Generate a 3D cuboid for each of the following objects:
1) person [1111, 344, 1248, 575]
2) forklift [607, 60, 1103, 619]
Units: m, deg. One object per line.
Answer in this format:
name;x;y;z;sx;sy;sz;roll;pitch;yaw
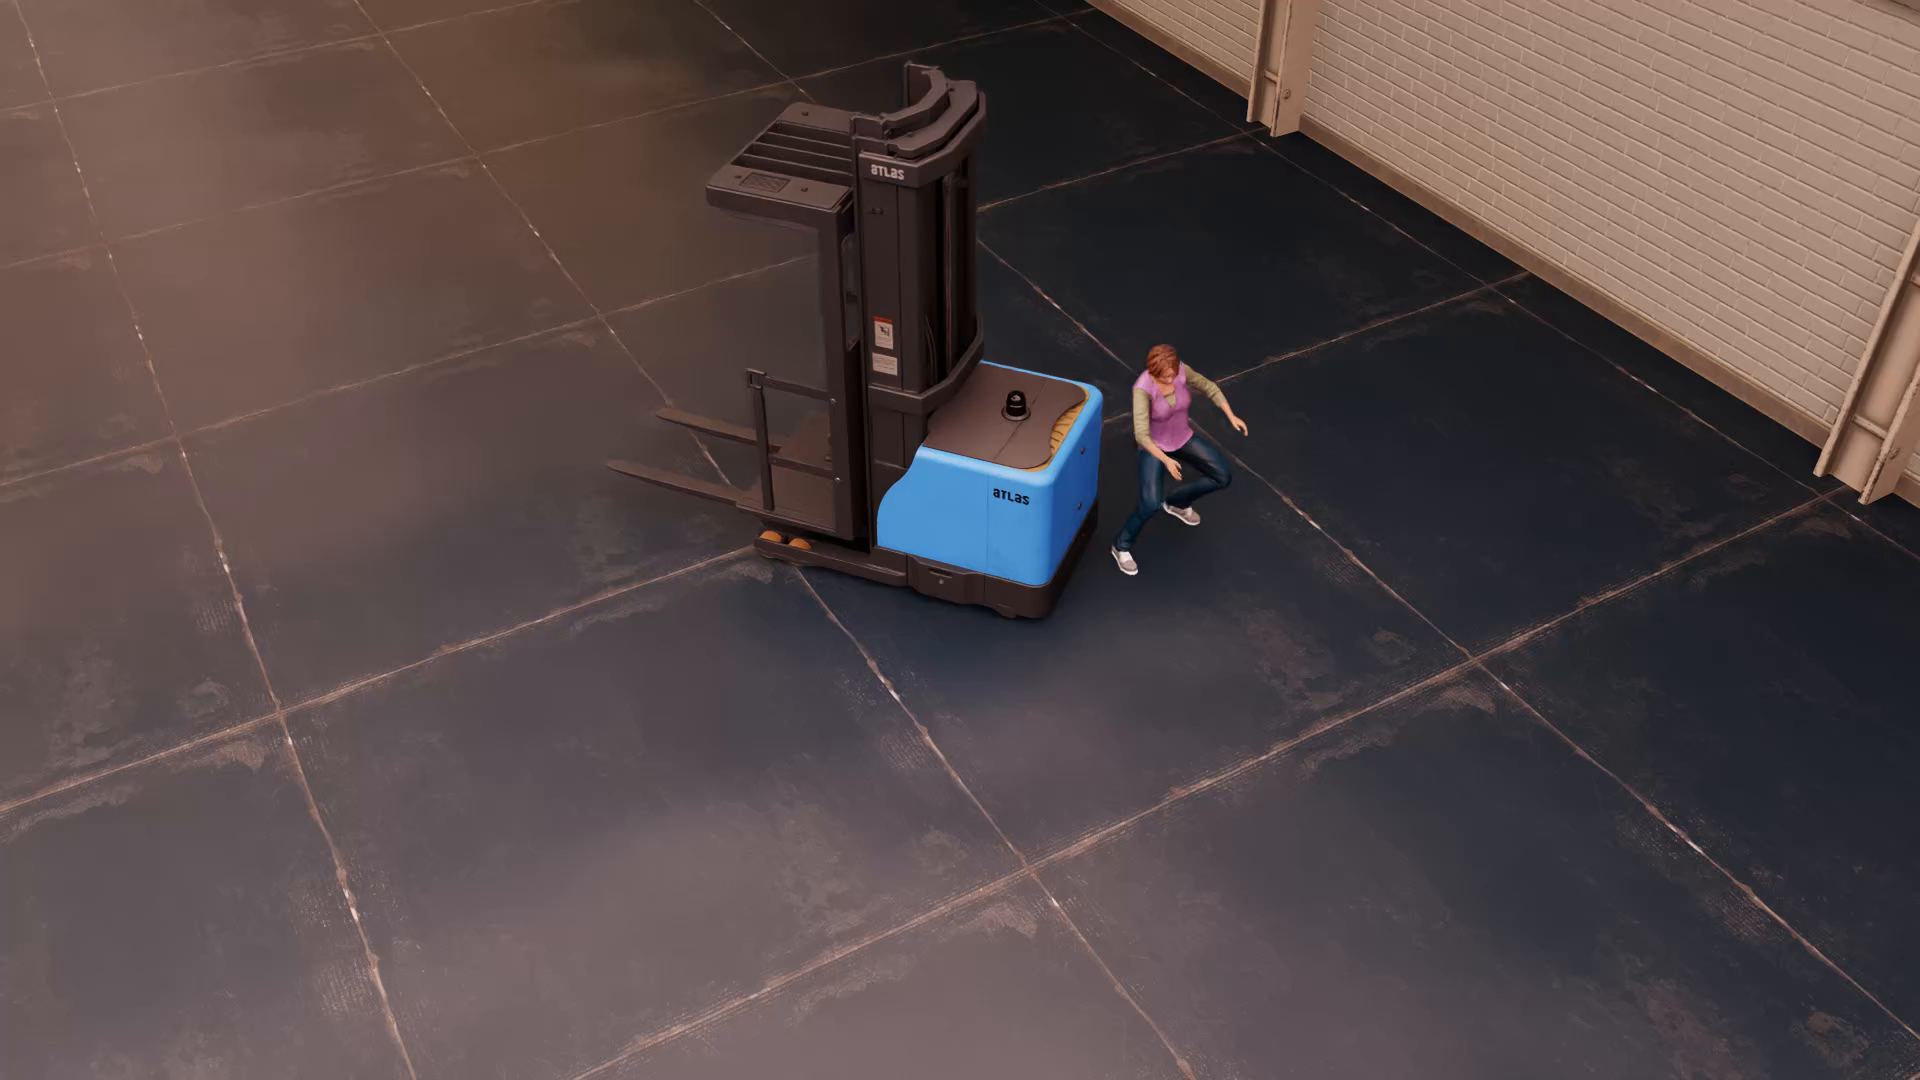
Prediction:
person;1.282;-0.497;9.849;0.762;1.386;0.689;-18;43;-21
forklift;-0.717;-1.268;9.564;3.031;2.935;1.130;14;42;17
